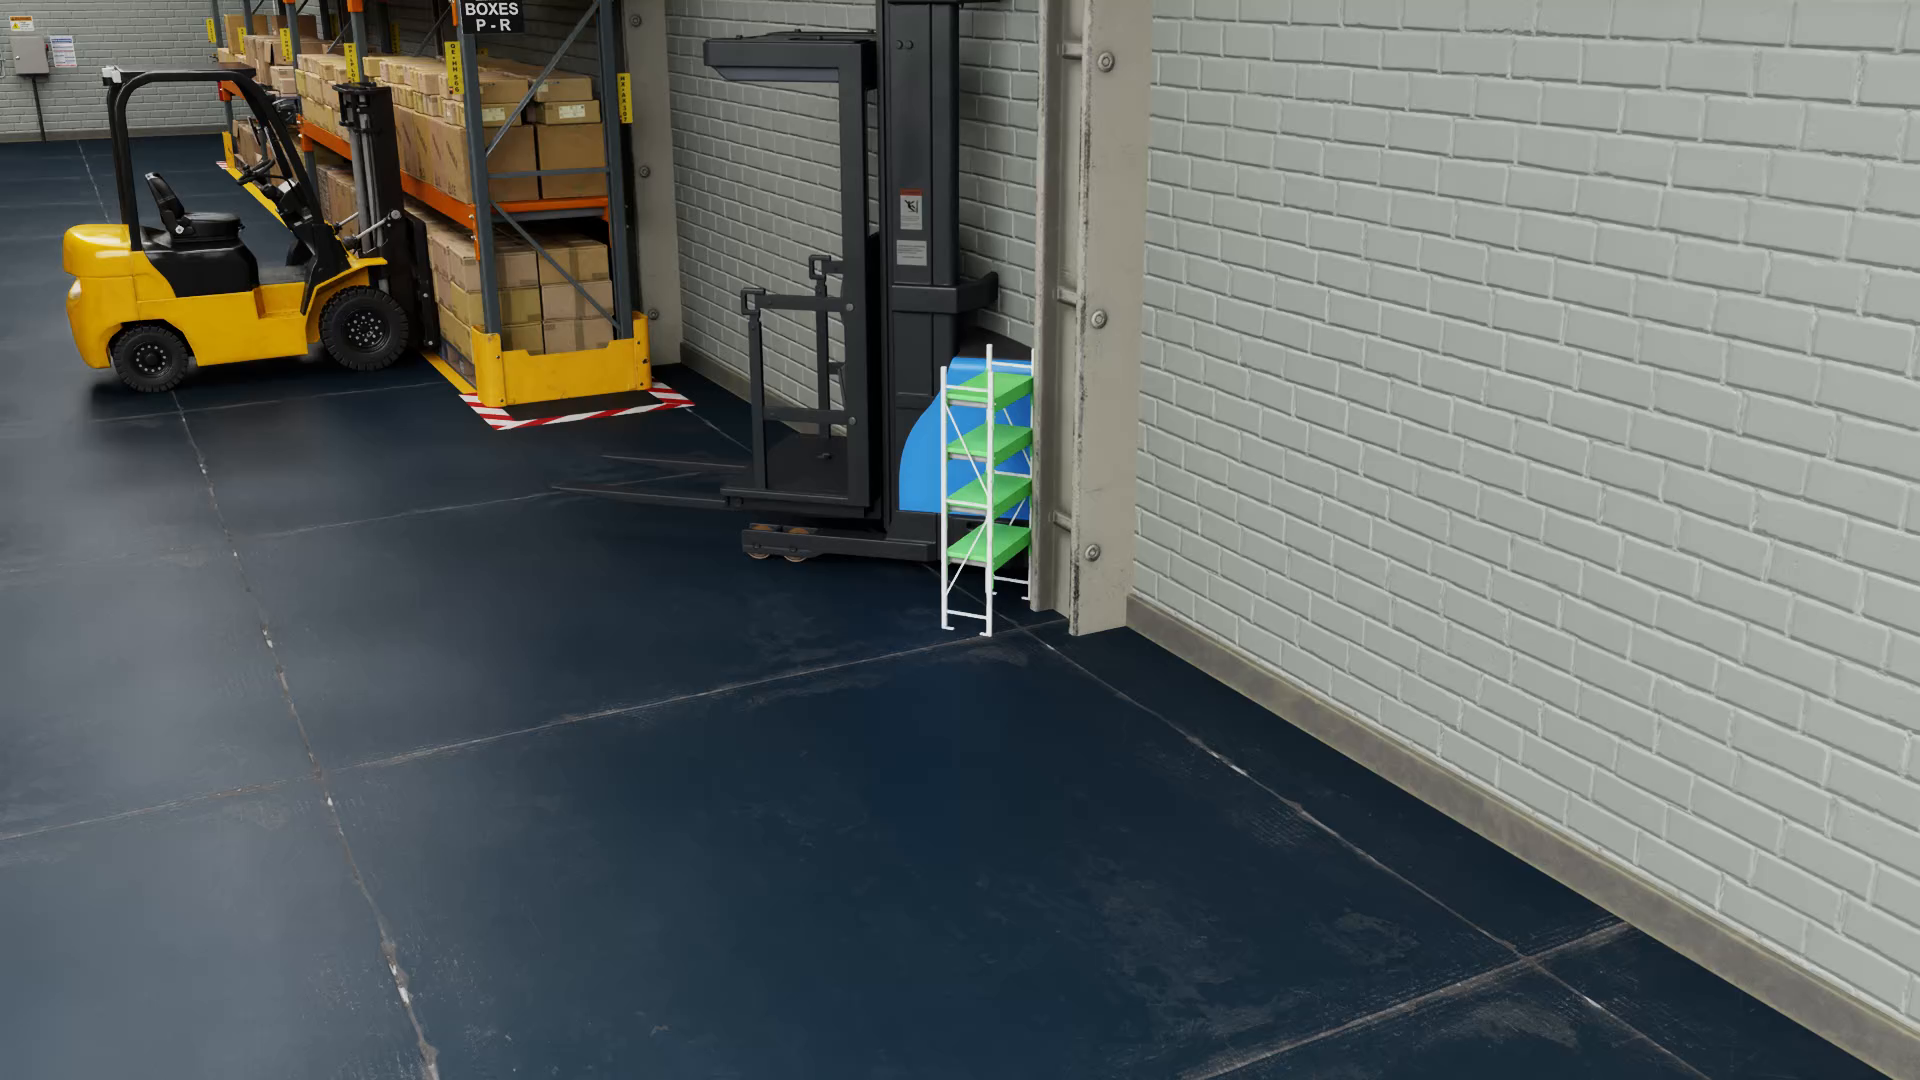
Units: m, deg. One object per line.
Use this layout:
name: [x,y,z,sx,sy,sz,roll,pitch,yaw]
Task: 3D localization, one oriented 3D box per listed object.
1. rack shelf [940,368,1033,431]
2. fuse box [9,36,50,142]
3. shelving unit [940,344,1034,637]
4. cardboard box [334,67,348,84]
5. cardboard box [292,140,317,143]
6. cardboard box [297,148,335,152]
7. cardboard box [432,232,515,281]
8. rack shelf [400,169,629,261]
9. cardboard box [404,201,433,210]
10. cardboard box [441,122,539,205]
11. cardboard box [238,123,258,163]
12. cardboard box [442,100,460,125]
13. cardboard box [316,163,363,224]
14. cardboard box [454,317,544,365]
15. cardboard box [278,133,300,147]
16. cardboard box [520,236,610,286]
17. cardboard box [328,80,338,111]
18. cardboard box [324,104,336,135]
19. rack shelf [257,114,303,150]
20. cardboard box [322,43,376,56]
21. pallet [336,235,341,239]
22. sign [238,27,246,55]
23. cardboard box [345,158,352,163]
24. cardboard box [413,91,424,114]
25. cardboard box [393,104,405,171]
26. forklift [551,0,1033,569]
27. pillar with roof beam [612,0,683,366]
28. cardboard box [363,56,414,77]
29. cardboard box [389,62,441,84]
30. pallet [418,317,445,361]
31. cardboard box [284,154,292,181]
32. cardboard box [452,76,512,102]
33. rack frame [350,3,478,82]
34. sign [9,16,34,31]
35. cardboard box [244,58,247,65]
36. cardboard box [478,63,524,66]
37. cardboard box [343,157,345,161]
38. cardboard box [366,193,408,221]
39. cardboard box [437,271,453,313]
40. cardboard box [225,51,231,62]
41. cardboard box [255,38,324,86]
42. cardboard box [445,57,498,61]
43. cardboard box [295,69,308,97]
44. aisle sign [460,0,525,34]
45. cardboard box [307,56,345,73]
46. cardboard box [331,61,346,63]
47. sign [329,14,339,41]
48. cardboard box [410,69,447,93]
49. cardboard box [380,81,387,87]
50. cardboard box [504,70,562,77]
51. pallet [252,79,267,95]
rack shelf: [0.132,-0.622,7.318,0.258,0.148,0.480,8,21,23]
fuse box: [-15.505,-7.566,27.934,0.539,1.711,0.414,-10,21,-27]
shelving unit: [0.132,-0.228,7.454,0.258,1.200,0.503,8,21,23]
cardboard box: [-5.467,-4.224,15.125,0.380,0.149,0.250,-11,22,-28]
cardboard box: [-7.694,-4.639,19.671,0.380,0.149,0.250,-10,21,-26]
cardboard box: [-7.260,-4.332,18.780,0.380,0.149,0.250,-11,22,-28]
cardboard box: [-3.501,-2.054,12.024,0.500,0.250,0.500,-10,21,-26]
rack shelf: [-3.710,-2.687,12.923,1.077,0.370,4.000,-10,21,-27]
cardboard box: [-4.472,-2.637,13.713,0.500,0.250,0.500,-10,21,-27]
cardboard box: [-3.225,-2.601,11.417,0.500,0.500,0.500,-11,22,-28]
cardboard box: [-9.779,-5.621,23.512,0.700,0.500,0.500,-9,21,-24]
cardboard box: [-3.319,-2.932,11.382,0.380,0.149,0.250,-10,21,-26]
cardboard box: [-6.275,-3.644,17.591,0.875,0.625,0.625,-9,21,-25]
cardboard box: [-3.262,-1.438,11.771,0.500,0.250,0.500,-10,21,-26]
cardboard box: [-8.191,-4.938,20.537,0.380,0.149,0.250,-11,22,-29]
cardboard box: [-2.822,-1.992,11.844,0.500,0.250,0.500,-10,22,-27]
cardboard box: [-5.606,-4.162,15.559,0.500,0.250,0.500,-10,21,-26]
cardboard box: [-5.834,-4.072,16.065,0.500,0.250,0.500,-9,21,-25]
rack shelf: [-7.509,-4.984,19.579,1.077,0.370,4.000,-10,21,-27]
cardboard box: [-6.666,-5.167,18.211,0.500,0.500,0.500,-9,21,-24]
pallet: [-6.203,-3.189,17.550,1.003,0.211,1.213,-10,21,-27]
sign: [-8.933,-6.221,20.734,0.100,0.325,0.005,-10,21,-27]
cardboard box: [-6.824,-4.411,19.009,0.380,0.149,0.250,-10,21,-26]
cardboard box: [-3.802,-3.228,12.239,0.380,0.149,0.250,-10,21,-26]
cardboard box: [-4.176,-3.189,13.121,0.500,0.500,0.500,-10,22,-27]
forklift: [-0.609,-1.436,8.300,3.031,2.935,1.130,5,20,13]
pillar with roof beam: [-6.086,-4.962,9.215,9.100,9.000,0.400,-10,21,-27]
cardboard box: [-4.770,-3.958,13.901,0.380,0.149,0.250,-10,21,-26]
cardboard box: [-4.258,-3.665,13.052,0.380,0.149,0.250,-10,22,-28]
pallet: [-3.736,-1.698,13.228,1.003,0.211,1.213,-10,21,-27]
cardboard box: [-7.692,-4.296,19.671,0.500,0.500,0.500,-11,22,-29]
cardboard box: [-3.260,-3.084,11.366,0.380,0.149,0.250,-10,21,-27]
rack frame: [-4.660,-3.601,14.470,1.000,3.000,0.127,-10,21,-27]
sign: [-15.652,-8.616,27.736,0.339,0.242,0.001,-10,21,-27]
cardboard box: [-8.915,-6.076,21.415,0.500,0.250,0.500,-9,21,-25]
cardboard box: [-3.570,-3.601,12.865,0.380,0.149,0.250,-9,21,-25]
cardboard box: [-6.979,-4.227,19.470,0.500,0.500,0.500,-9,21,-24]
cardboard box: [-4.917,-2.825,15.218,0.875,0.625,0.625,-9,21,-24]
cardboard box: [-3.495,-1.825,12.127,0.500,0.250,0.500,-10,22,-27]
cardboard box: [-9.897,-6.654,23.091,0.500,0.250,0.500,-10,22,-28]
cardboard box: [-7.807,-5.596,19.454,0.700,0.500,0.500,-10,21,-27]
cardboard box: [-4.022,-3.899,13.728,0.380,0.149,0.250,-10,22,-27]
cardboard box: [-6.586,-4.746,17.250,0.500,0.250,0.500,-10,21,-27]
aisle sign: [-2.988,-3.618,10.532,0.394,0.787,0.004,-10,21,-27]
cardboard box: [-6.395,-4.820,16.854,0.380,0.149,0.250,-9,21,-25]
cardboard box: [-5.836,-4.538,16.036,0.380,0.149,0.250,-10,21,-27]
sign: [-7.972,-6.532,21.188,0.100,0.325,0.005,-10,21,-27]
cardboard box: [-3.810,-3.369,12.192,0.380,0.149,0.250,-10,21,-26]
cardboard box: [-4.415,-3.596,13.307,0.380,0.149,0.250,-9,21,-25]
cardboard box: [-3.069,-3.304,12.005,0.380,0.149,0.250,-10,21,-26]
pallet: [-8.175,-5.561,20.443,1.003,0.211,1.213,-10,21,-27]
